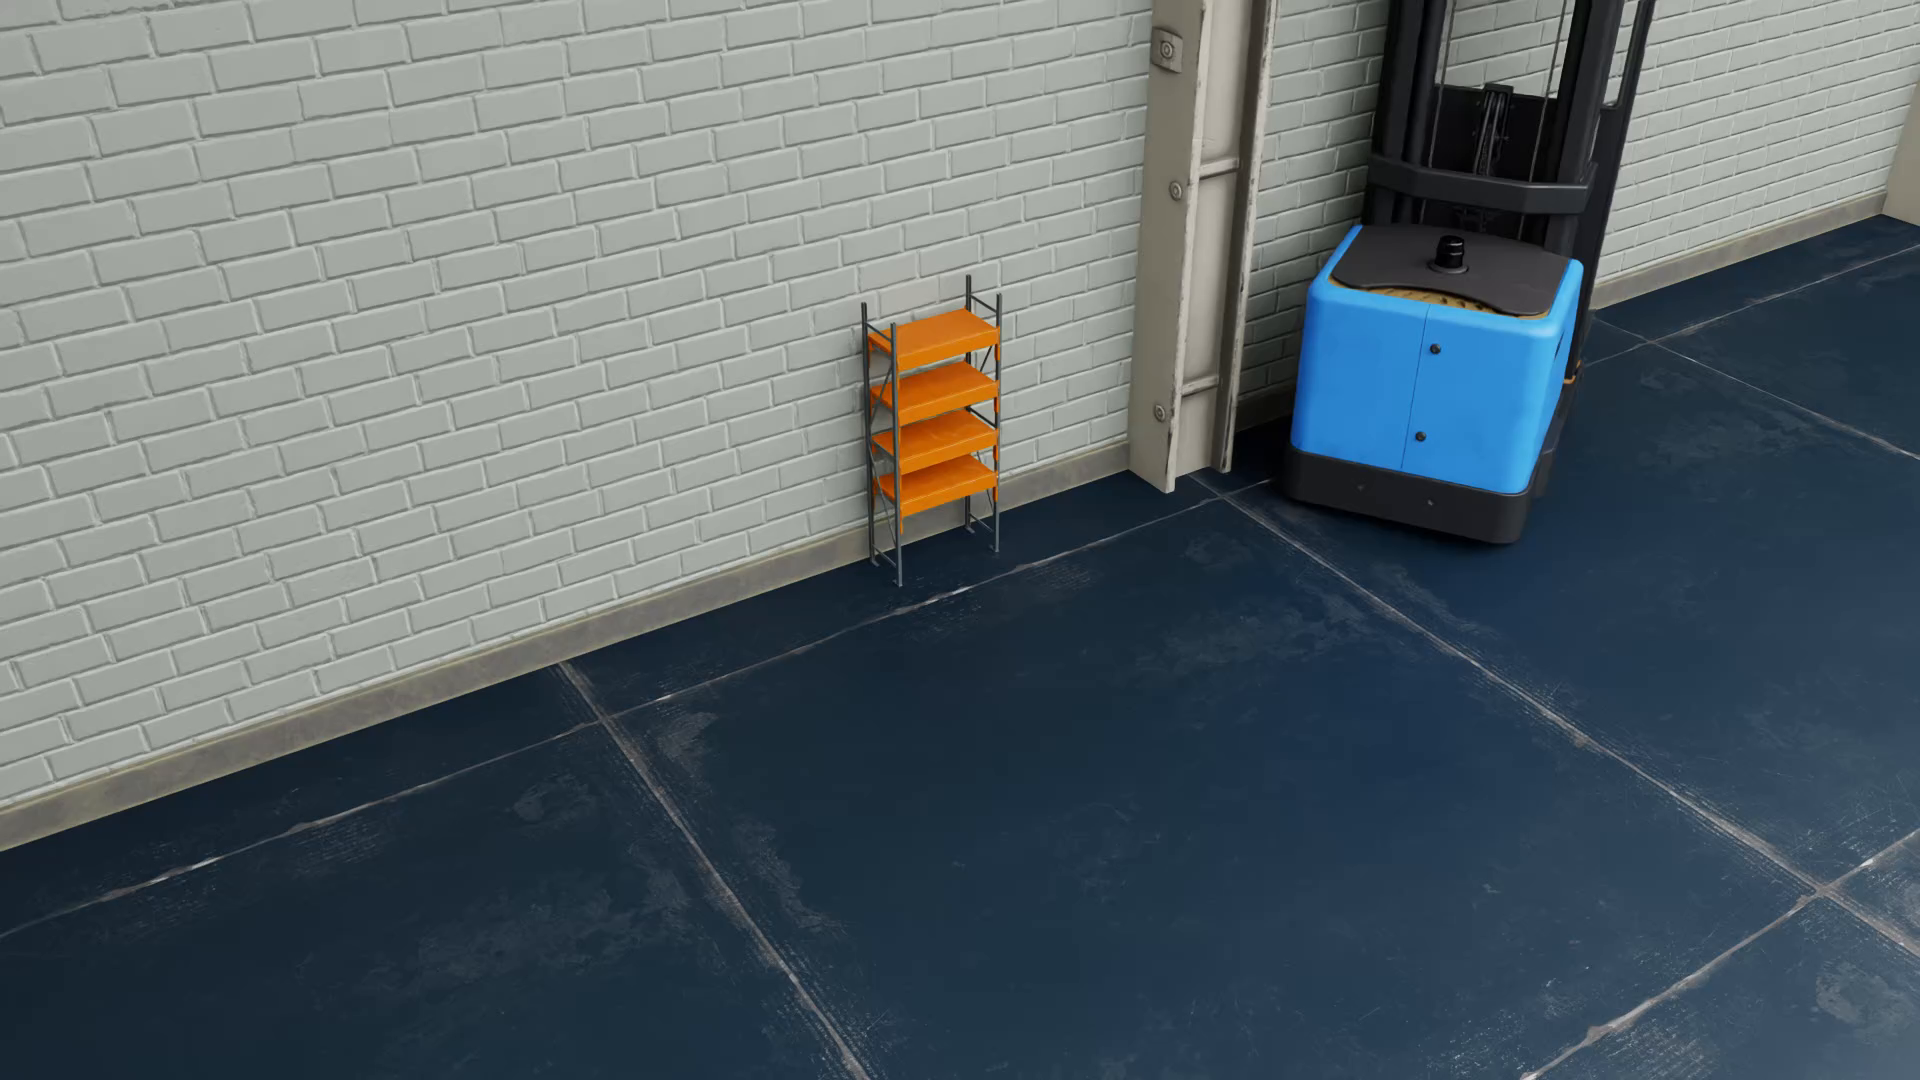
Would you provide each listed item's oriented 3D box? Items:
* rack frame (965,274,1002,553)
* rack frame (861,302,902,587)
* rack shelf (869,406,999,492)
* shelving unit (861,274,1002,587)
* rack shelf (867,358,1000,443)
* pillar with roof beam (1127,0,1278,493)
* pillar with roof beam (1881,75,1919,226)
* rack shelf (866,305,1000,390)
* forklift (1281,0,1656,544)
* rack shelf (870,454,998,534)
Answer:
[{"bbox_3d":[0.094,-0.508,6.930,0.015,1.200,0.240,-19,37,-28],"label":"rack frame"},{"bbox_3d":[-0.313,-0.365,6.704,0.015,1.200,0.240,-19,37,-28],"label":"rack frame"},{"bbox_3d":[-0.109,-0.380,6.853,0.480,0.148,0.258,-19,37,-28],"label":"rack shelf"},{"bbox_3d":[-0.109,-0.437,6.817,0.503,1.200,0.258,-19,37,-28],"label":"shelving unit"},{"bbox_3d":[-0.109,-0.569,6.733,0.480,0.148,0.258,-19,37,-28],"label":"rack shelf"},{"bbox_3d":[3.352,-2.213,2.324,0.400,9.000,9.100,-19,37,-27],"label":"pillar with roof beam"},{"bbox_3d":[8.395,-3.947,5.073,0.400,9.000,9.100,-19,37,-27],"label":"pillar with roof beam"},{"bbox_3d":[-0.109,-0.769,6.607,0.480,0.148,0.258,-19,37,-28],"label":"rack shelf"},{"bbox_3d":[2.526,-1.993,7.663,1.130,2.935,3.031,14,35,21],"label":"forklift"},{"bbox_3d":[-0.110,-0.212,6.959,0.480,0.148,0.258,-19,37,-28],"label":"rack shelf"}]
